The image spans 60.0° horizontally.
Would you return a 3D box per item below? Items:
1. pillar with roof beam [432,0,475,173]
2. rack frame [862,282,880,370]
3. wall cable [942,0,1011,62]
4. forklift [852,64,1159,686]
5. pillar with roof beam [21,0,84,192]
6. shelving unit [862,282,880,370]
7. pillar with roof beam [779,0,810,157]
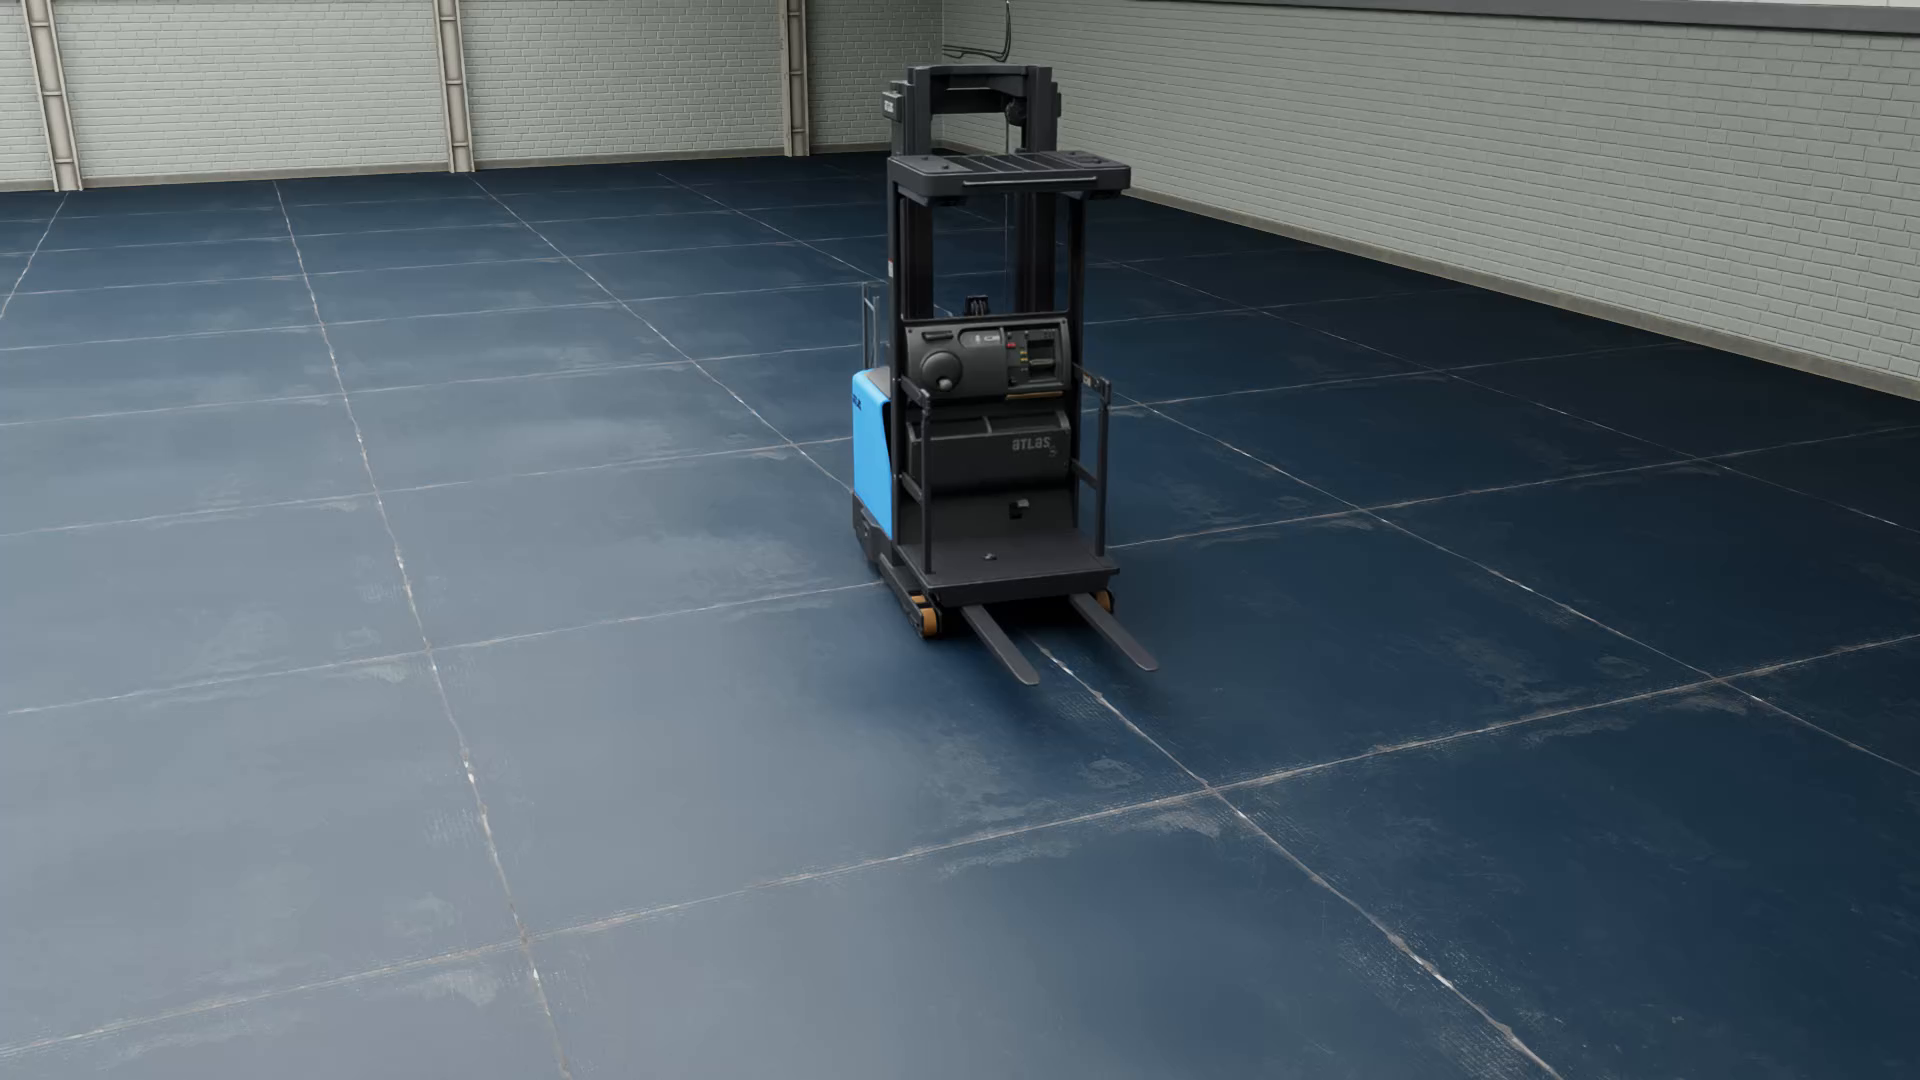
[{"bbox_3d":[-6.813,-9.240,23.215,0.400,9.000,9.100,-8,21,-22],"label":"pillar with roof beam"},{"bbox_3d":[-0.565,-0.872,10.740,0.032,1.500,0.500,-4,20,-11],"label":"rack frame"},{"bbox_3d":[0.220,-9.862,29.656,0.112,2.526,3.097,-8,21,-22],"label":"wall cable"},{"bbox_3d":[0.221,-0.996,8.938,1.130,2.935,3.031,-6,20,-15],"label":"forklift"},{"bbox_3d":[-12.322,-8.451,20.973,0.400,9.000,9.100,-8,21,-22],"label":"pillar with roof beam"},{"bbox_3d":[-0.077,-0.906,10.837,1.083,1.500,0.587,-4,20,-11],"label":"shelving unit"},{"bbox_3d":[-1.304,-10.029,25.456,0.400,9.000,9.100,-8,21,-22],"label":"pillar with roof beam"}]
